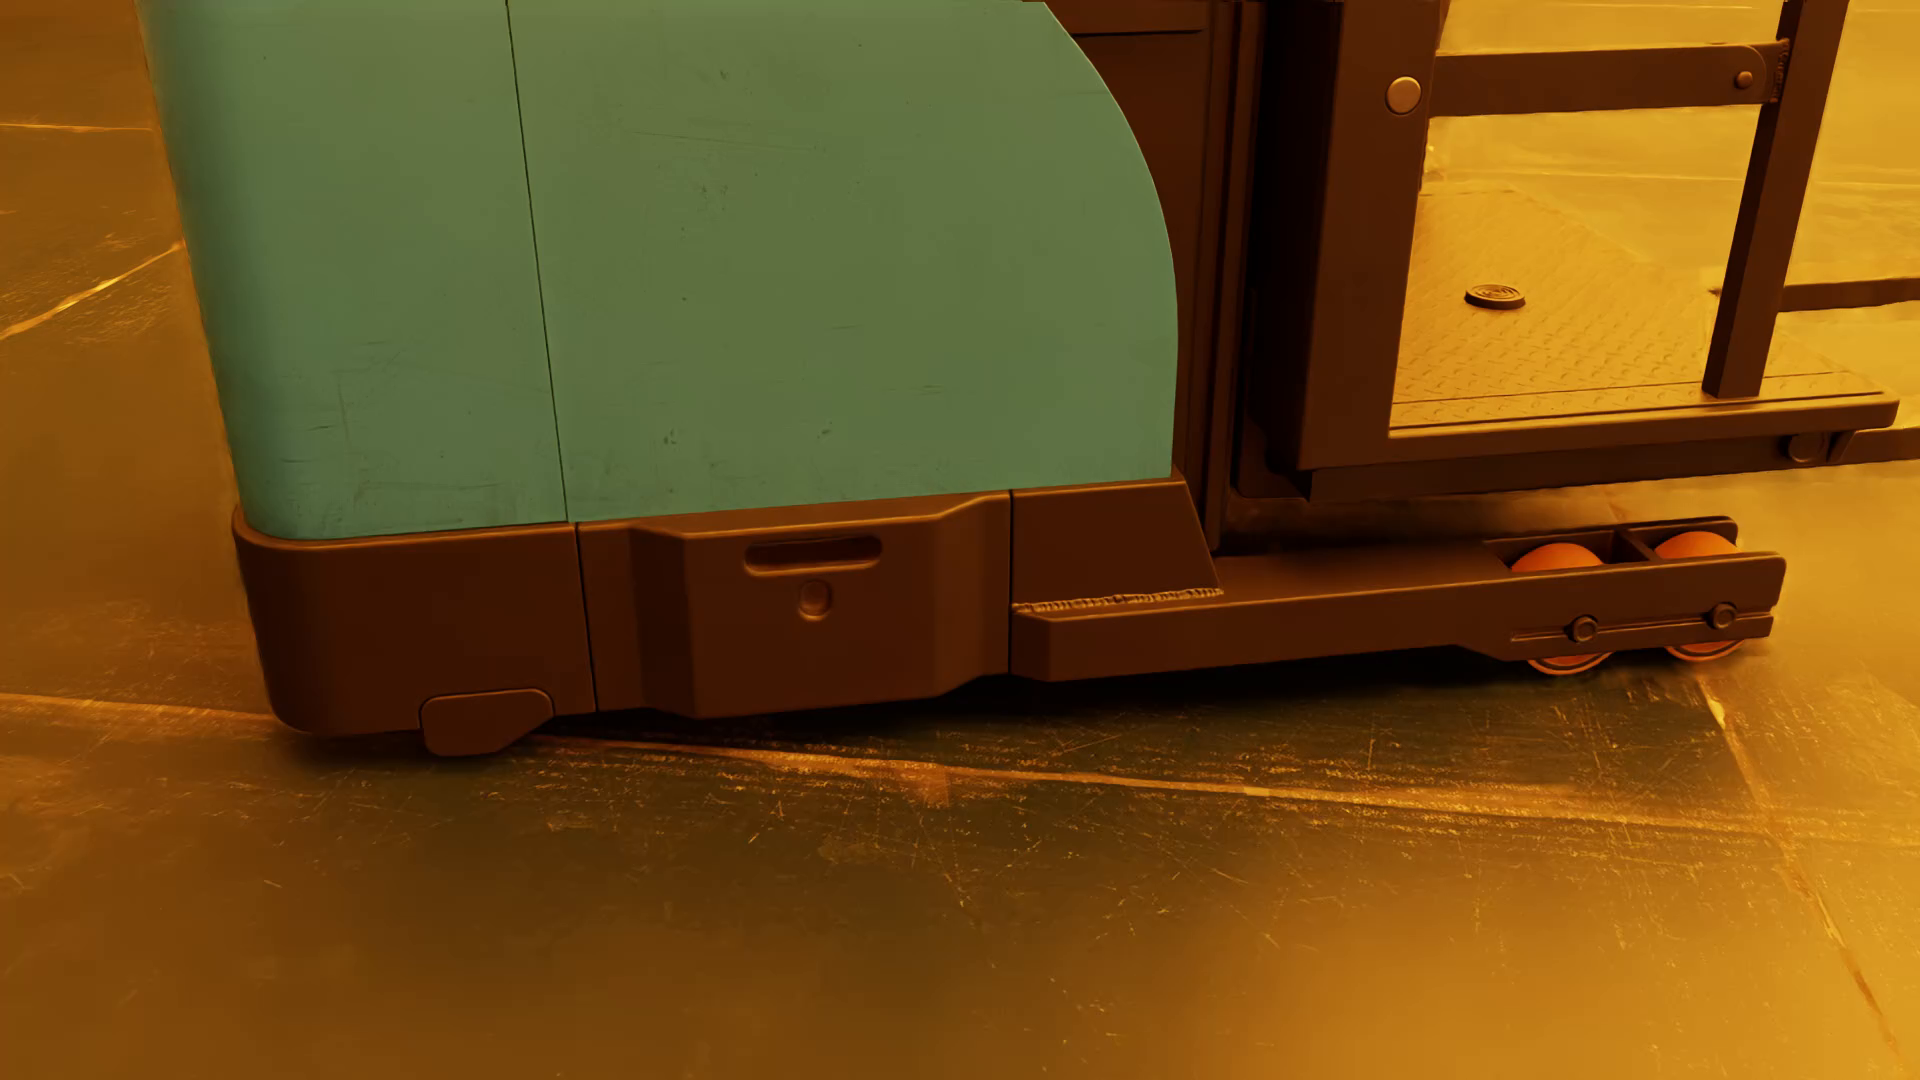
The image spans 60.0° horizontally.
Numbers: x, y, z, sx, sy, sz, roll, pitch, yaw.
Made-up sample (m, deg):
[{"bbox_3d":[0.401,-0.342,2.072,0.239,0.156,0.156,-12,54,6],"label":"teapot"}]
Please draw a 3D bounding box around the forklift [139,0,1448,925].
[{"bbox_3d":[0.223,-1.576,2.376,1.130,2.935,3.031,10,28,20],"label":"forklift"}]
